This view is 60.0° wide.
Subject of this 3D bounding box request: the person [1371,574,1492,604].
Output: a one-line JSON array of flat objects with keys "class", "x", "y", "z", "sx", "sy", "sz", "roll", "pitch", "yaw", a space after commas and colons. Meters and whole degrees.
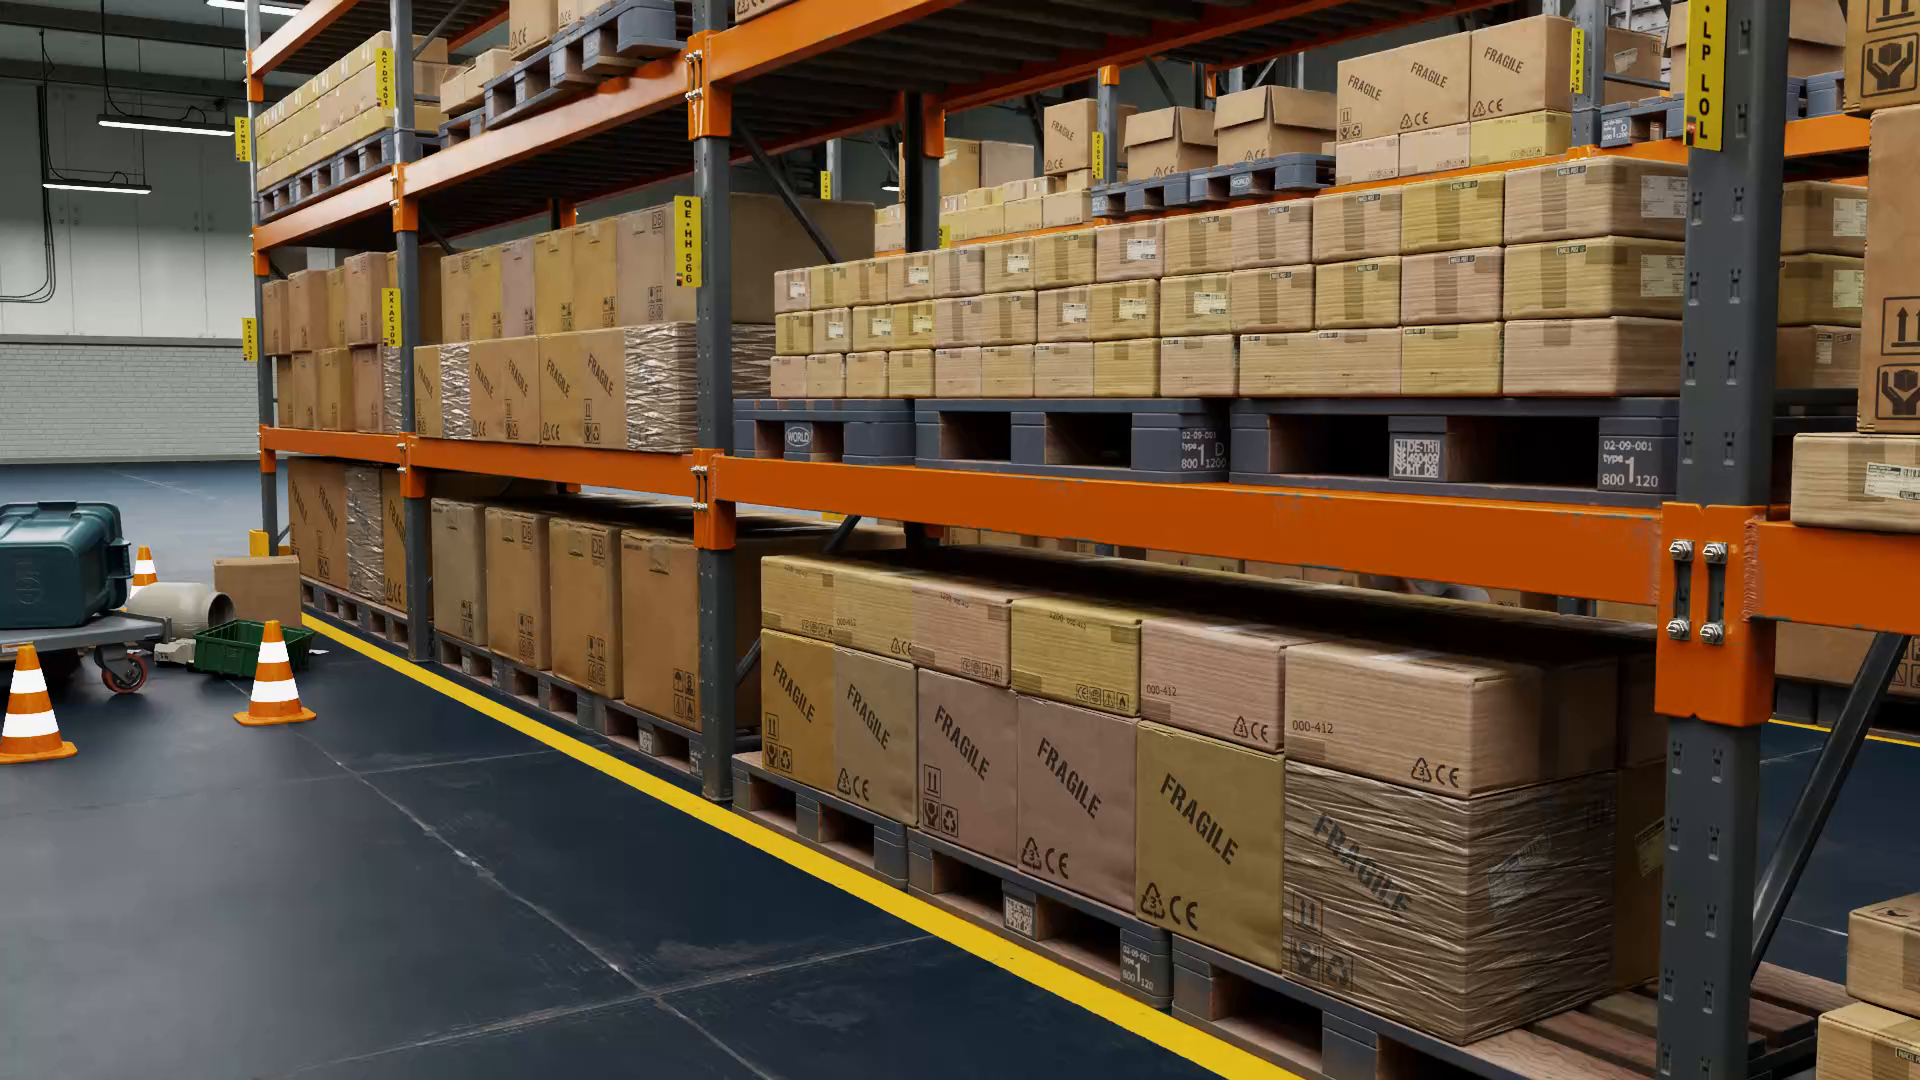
[{"class": "person", "x": 1.691, "y": 0.175, "z": 5.972, "sx": 0.483, "sy": 1.752, "sz": 0.502, "roll": -3, "pitch": 6, "yaw": -32}]
